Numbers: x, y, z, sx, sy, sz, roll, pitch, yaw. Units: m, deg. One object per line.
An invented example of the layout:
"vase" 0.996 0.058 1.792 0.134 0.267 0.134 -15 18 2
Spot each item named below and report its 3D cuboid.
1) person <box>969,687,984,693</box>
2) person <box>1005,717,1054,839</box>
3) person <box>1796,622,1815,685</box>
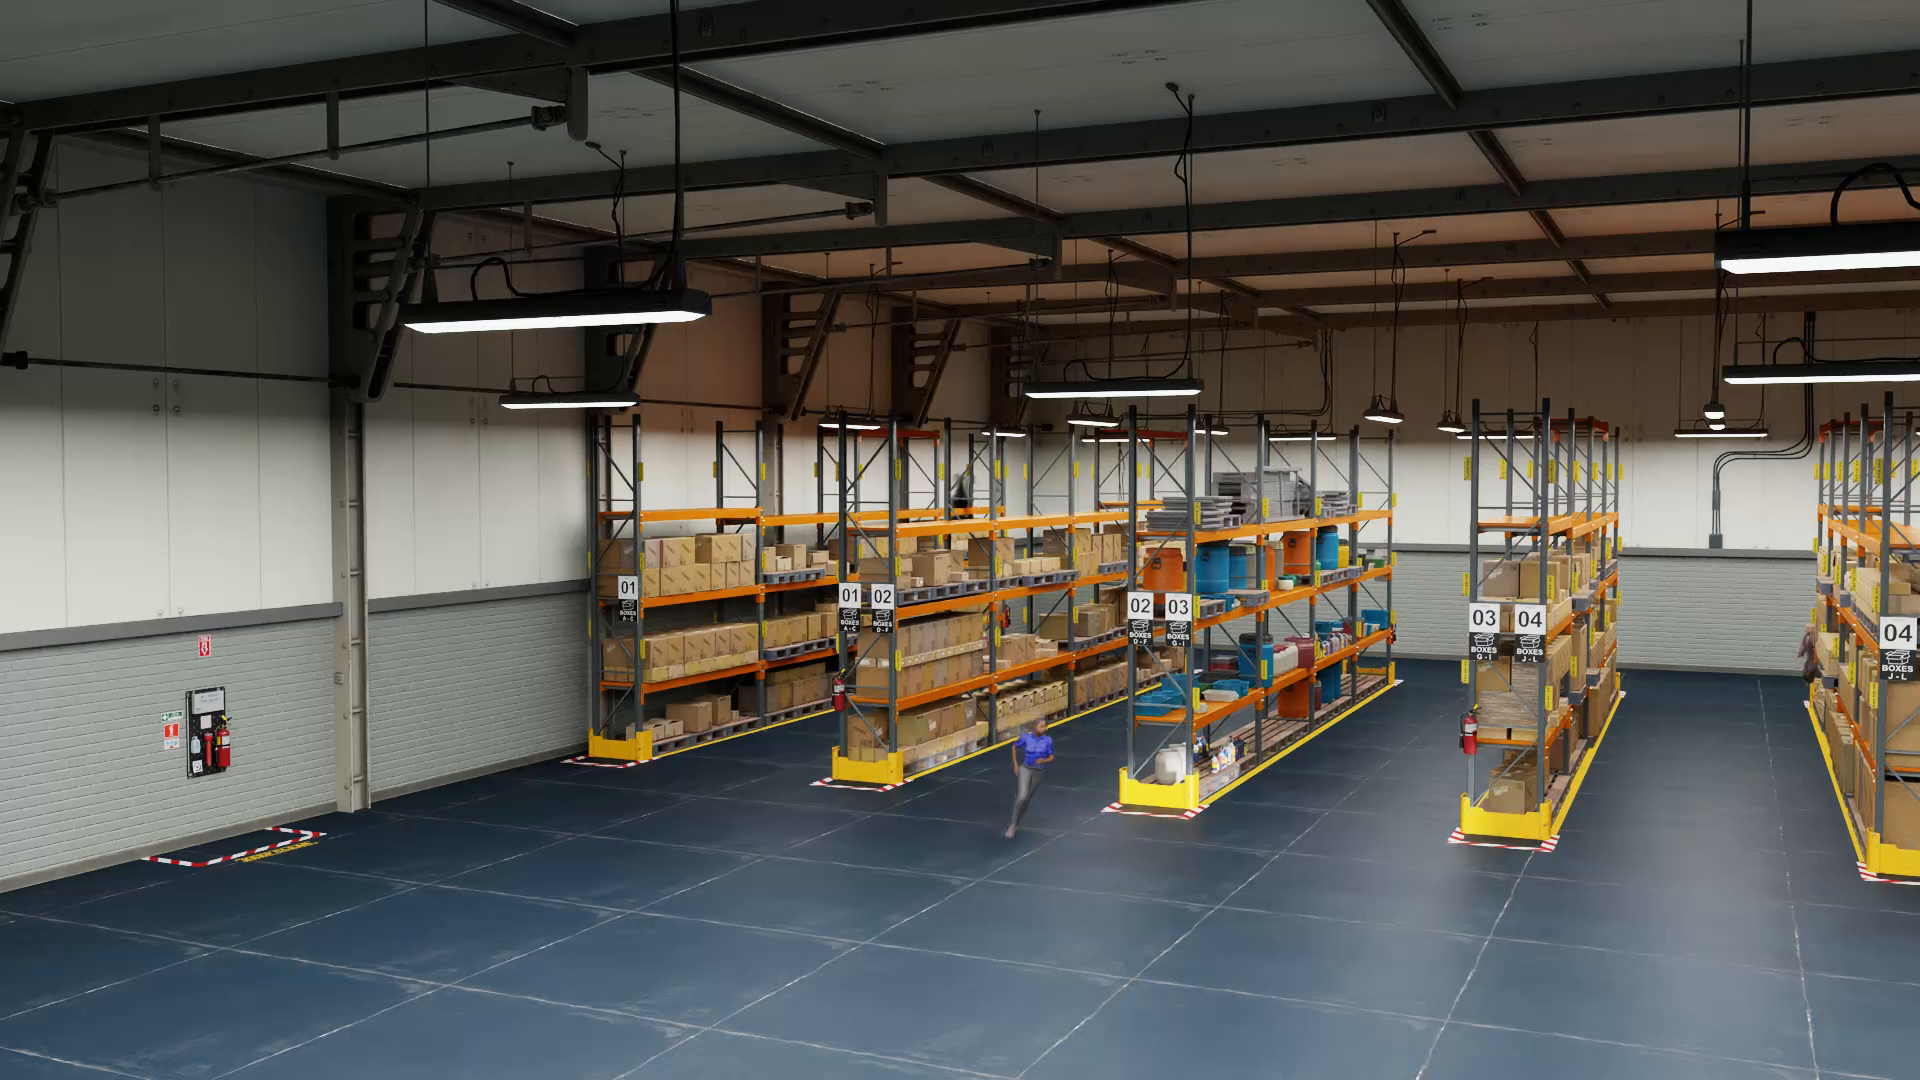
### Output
"person" 0.294 2.718 36.761 0.730 1.509 1.014 2 3 38
"person" 0.904 3.245 22.985 0.745 1.623 0.720 -1 2 -15
"person" 18.659 2.652 36.315 0.707 1.713 0.742 0 2 4
